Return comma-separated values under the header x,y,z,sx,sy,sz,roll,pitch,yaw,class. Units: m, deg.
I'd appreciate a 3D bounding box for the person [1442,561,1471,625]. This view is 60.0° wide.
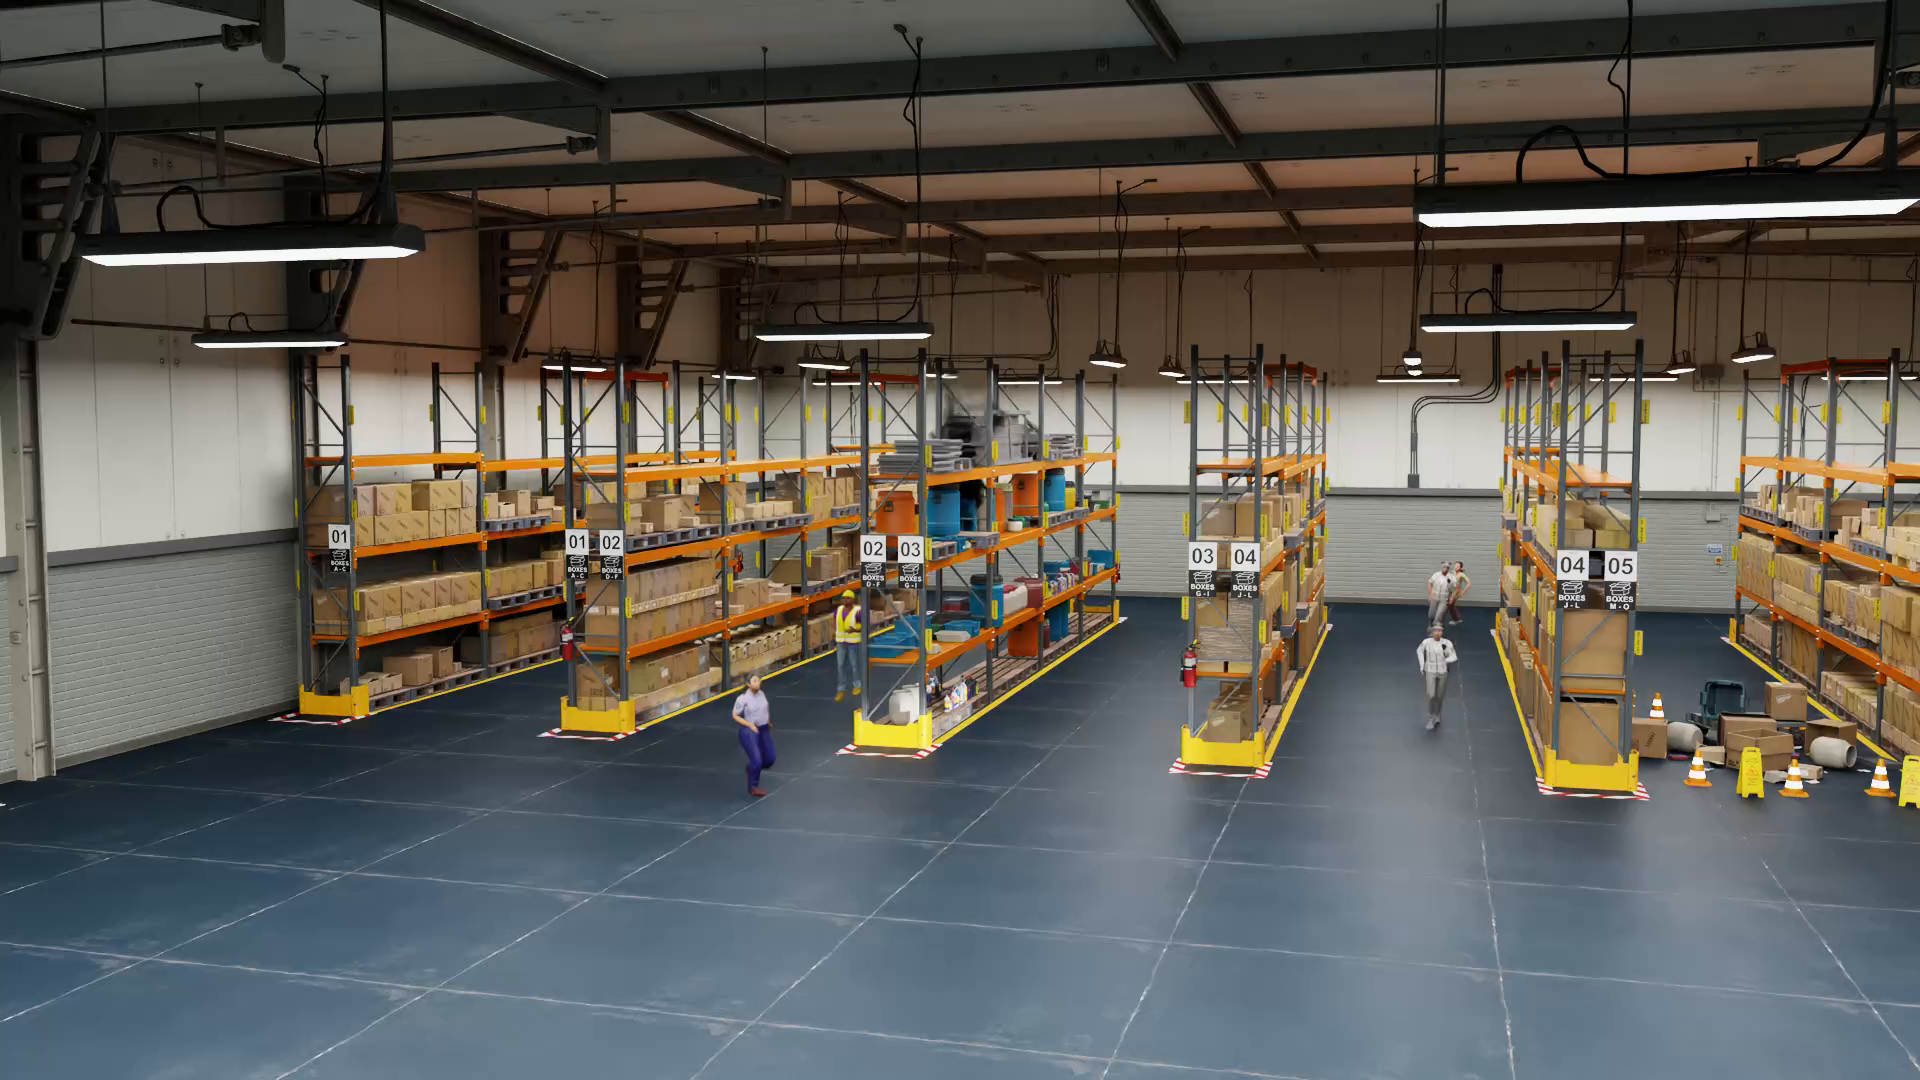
x,y,z,sx,sy,sz,roll,pitch,yaw,class
11.438,1.267,39.007,0.895,1.599,0.729,0,4,1,person

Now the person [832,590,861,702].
x,y,z,sx,sy,sz,roll,pitch,yaw,class
-1.861,1.750,27.776,0.698,1.837,0.701,1,4,18,person

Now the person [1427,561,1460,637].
x,y,z,sx,sy,sz,roll,pitch,yaw,class
10.911,1.325,37.577,0.726,1.728,0.678,2,5,23,person

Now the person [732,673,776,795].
x,y,z,sx,sy,sz,roll,pitch,yaw,class
-2.724,2.557,21.991,0.575,1.596,0.604,4,6,44,person

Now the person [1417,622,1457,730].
x,y,z,sx,sy,sz,roll,pitch,yaw,class
7.654,2.169,26.670,0.600,1.748,0.729,1,4,11,person
